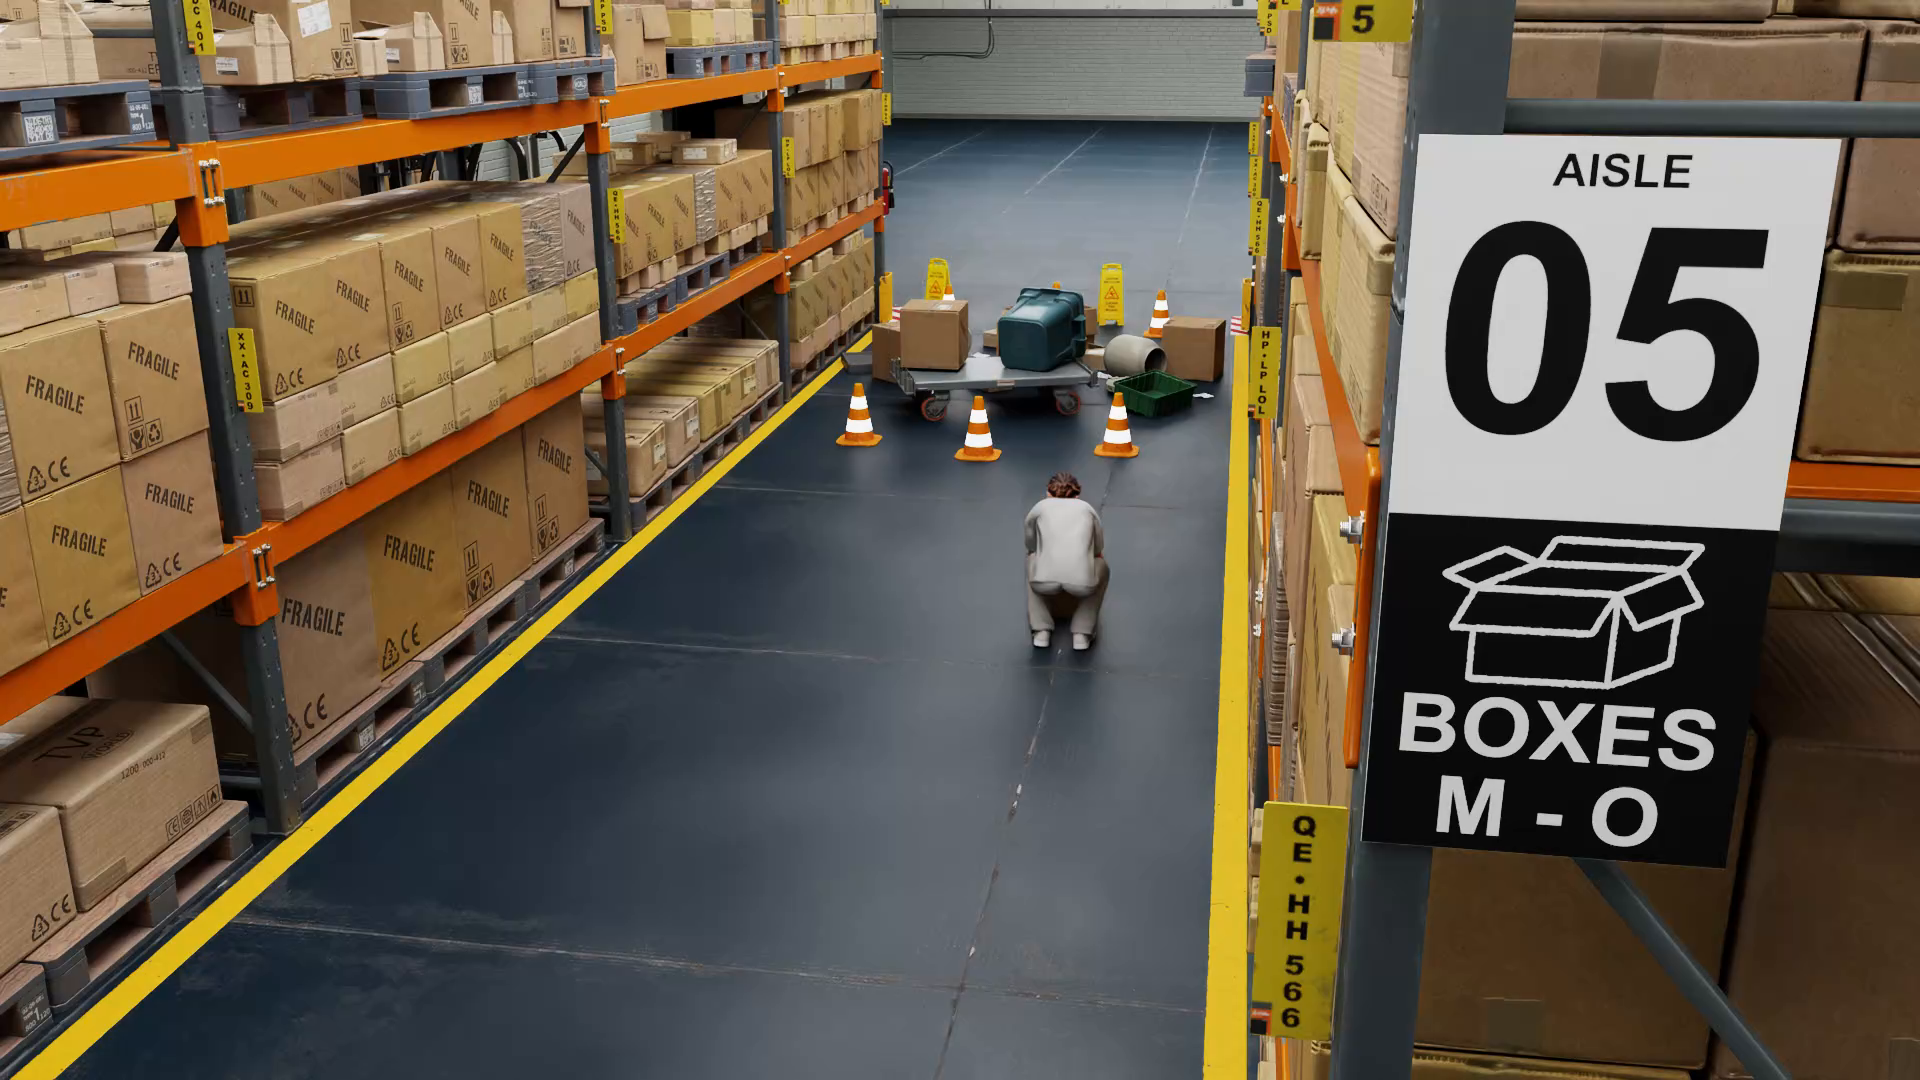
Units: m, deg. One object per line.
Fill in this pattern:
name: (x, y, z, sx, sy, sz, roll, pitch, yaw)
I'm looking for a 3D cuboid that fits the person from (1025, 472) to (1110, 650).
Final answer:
person: (0.572, 0.114, 9.078, 0.479, 0.833, 0.802, 3, 18, 9)
